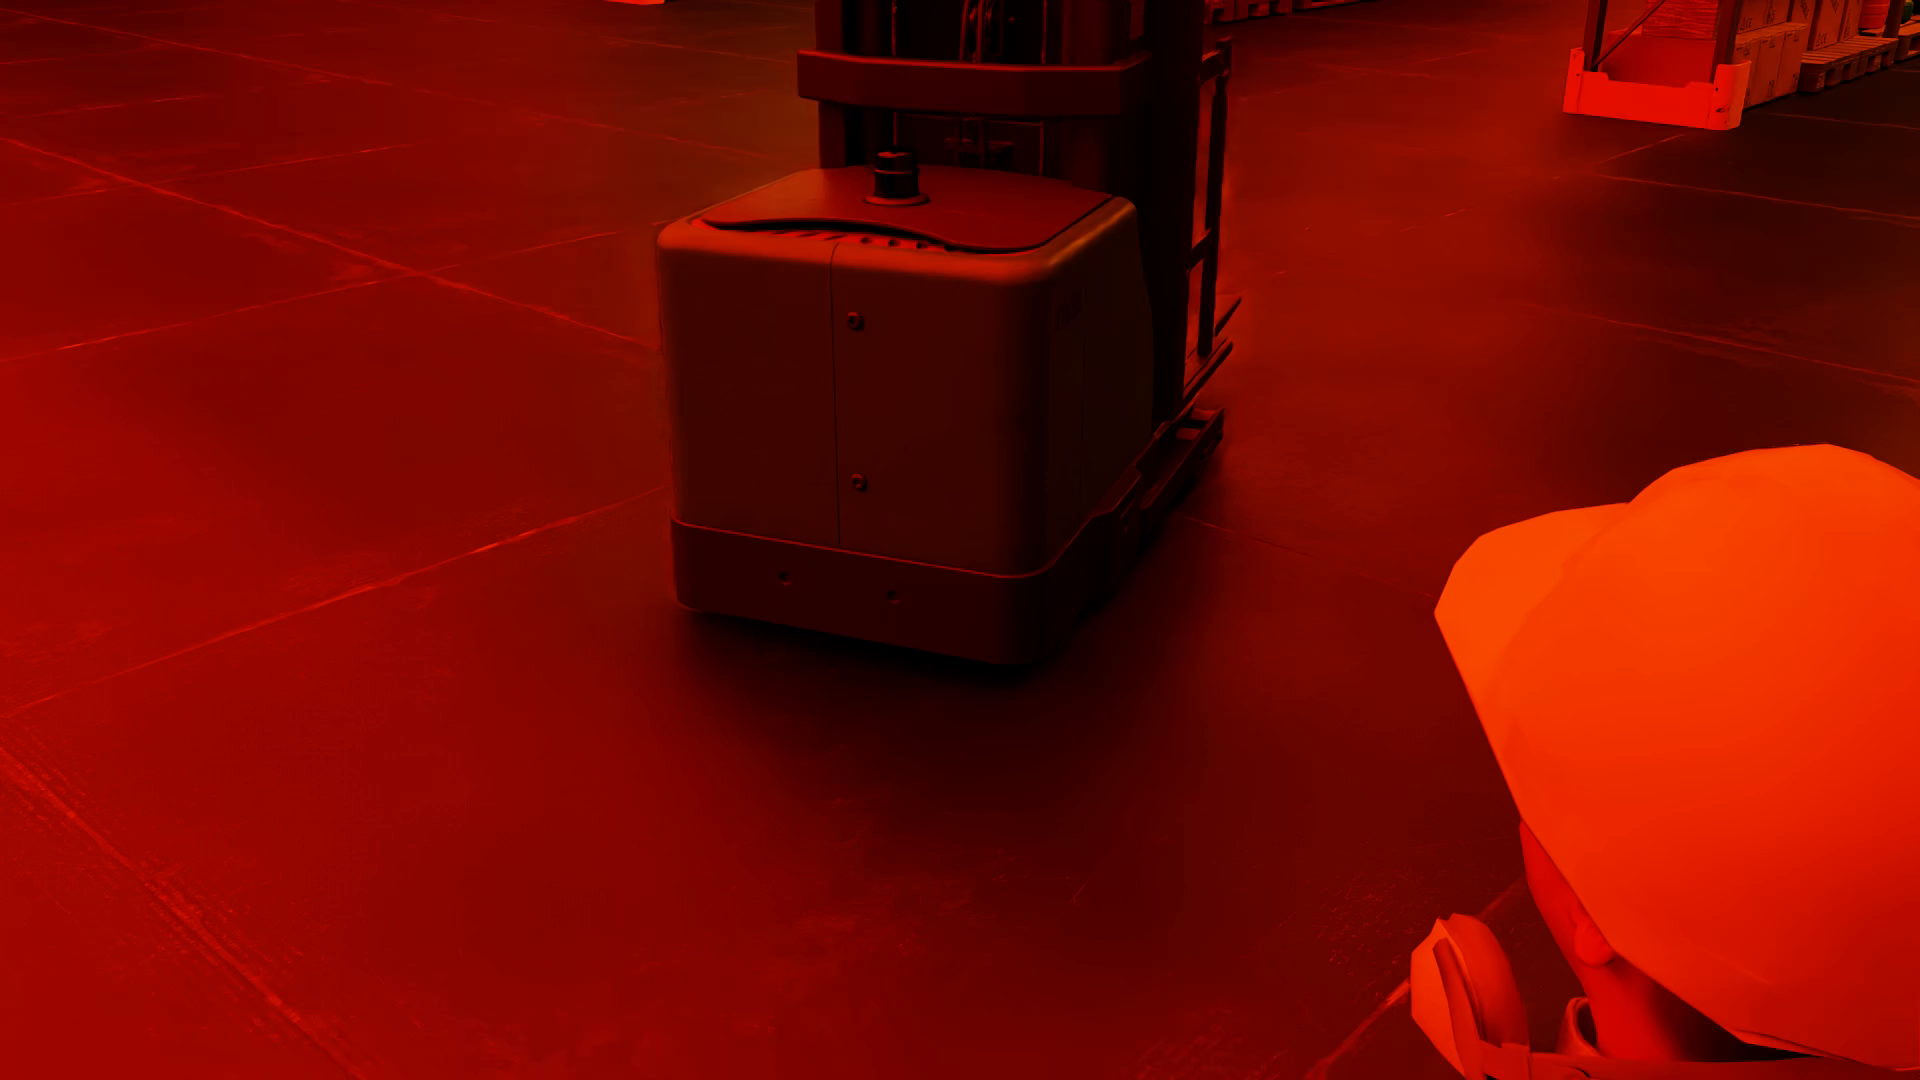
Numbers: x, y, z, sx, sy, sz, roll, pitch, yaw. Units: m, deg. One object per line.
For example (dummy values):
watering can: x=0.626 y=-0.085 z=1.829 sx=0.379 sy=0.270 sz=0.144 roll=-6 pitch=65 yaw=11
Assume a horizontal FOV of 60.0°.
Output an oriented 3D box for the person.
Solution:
person: x=0.362 y=0.736 z=1.082 sx=0.632 sy=1.778 sz=0.550 roll=-1 pitch=24 yaw=-2

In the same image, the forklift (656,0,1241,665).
forklift: x=0.249 y=-1.598 z=4.971 sx=1.130 sy=2.935 sz=3.031 roll=9 pitch=25 yaw=20
